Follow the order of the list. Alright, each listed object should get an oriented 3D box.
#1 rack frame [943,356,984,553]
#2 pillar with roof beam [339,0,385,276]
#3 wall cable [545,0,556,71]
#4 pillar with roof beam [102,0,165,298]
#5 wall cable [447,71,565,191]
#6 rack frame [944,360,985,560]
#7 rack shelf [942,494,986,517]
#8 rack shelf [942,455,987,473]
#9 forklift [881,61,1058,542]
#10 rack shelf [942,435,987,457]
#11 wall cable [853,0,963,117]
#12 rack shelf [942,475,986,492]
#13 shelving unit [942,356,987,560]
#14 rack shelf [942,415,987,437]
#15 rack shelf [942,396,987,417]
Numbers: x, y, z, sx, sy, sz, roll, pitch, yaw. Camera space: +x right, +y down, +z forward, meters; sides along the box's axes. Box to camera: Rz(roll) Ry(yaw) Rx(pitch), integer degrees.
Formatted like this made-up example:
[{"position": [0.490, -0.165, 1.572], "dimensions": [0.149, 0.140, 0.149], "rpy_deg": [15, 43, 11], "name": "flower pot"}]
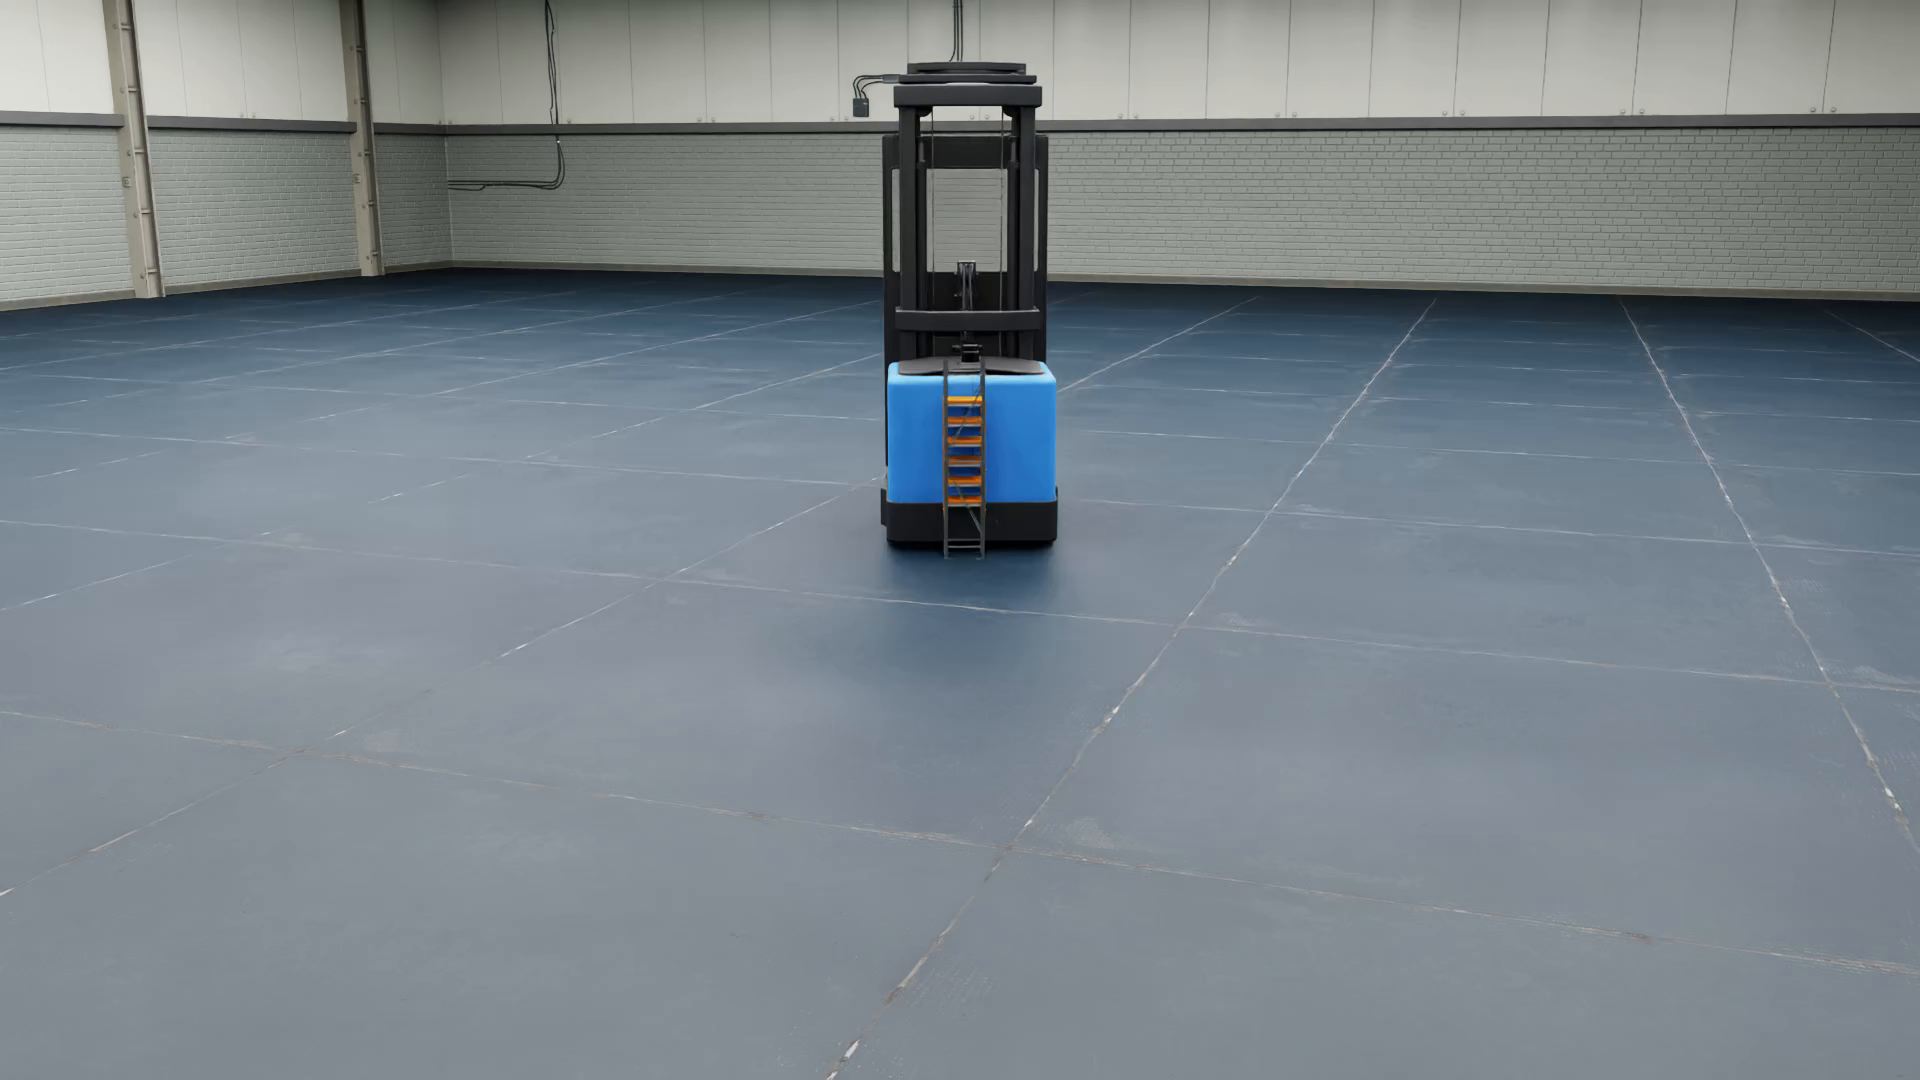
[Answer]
[{"position": [0.021, -0.505, 10.006], "dimensions": [0.240, 1.200, 0.006], "rpy_deg": [0, 13, -2], "name": "rack frame"}, {"position": [-8.162, -9.590, 32.282], "dimensions": [9.100, 9.000, 0.400], "rpy_deg": [4, 14, 18], "name": "pillar with roof beam"}, {"position": [-7.471, -11.179, 34.871], "dimensions": [3.097, 2.526, 0.112], "rpy_deg": [4, 14, 18], "name": "wall cable"}, {"position": [-10.103, -8.327, 26.747], "dimensions": [9.100, 9.000, 0.400], "rpy_deg": [4, 14, 18], "name": "pillar with roof beam"}, {"position": [-10.031, -8.911, 36.286], "dimensions": [3.097, 2.526, 0.112], "rpy_deg": [4, 14, 18], "name": "wall cable"}, {"position": [0.028, -0.465, 9.828], "dimensions": [0.240, 1.200, 0.006], "rpy_deg": [0, 13, -2], "name": "rack frame"}, {"position": [0.025, -0.208, 9.980], "dimensions": [0.258, 0.103, 0.180], "rpy_deg": [0, 13, -2], "name": "rack shelf"}, {"position": [0.025, -0.442, 9.927], "dimensions": [0.258, 0.103, 0.180], "rpy_deg": [0, 13, -2], "name": "rack shelf"}, {"position": [0.024, -1.688, 11.297], "dimensions": [1.130, 2.935, 3.031], "rpy_deg": [0, 13, -2], "name": "forklift"}, {"position": [0.025, -0.559, 9.900], "dimensions": [0.258, 0.103, 0.180], "rpy_deg": [0, 13, -2], "name": "rack shelf"}, {"position": [-1.053, -11.396, 32.553], "dimensions": [2.305, 6.003, 0.169], "rpy_deg": [4, 14, 18], "name": "wall cable"}, {"position": [0.025, -0.325, 9.954], "dimensions": [0.258, 0.103, 0.180], "rpy_deg": [0, 13, -2], "name": "rack shelf"}, {"position": [0.025, -0.485, 9.917], "dimensions": [0.258, 1.200, 0.189], "rpy_deg": [0, 13, -2], "name": "shelving unit"}, {"position": [0.025, -0.676, 9.873], "dimensions": [0.258, 0.103, 0.180], "rpy_deg": [0, 13, -2], "name": "rack shelf"}, {"position": [0.025, -0.793, 9.847], "dimensions": [0.258, 0.103, 0.180], "rpy_deg": [0, 13, -2], "name": "rack shelf"}]
